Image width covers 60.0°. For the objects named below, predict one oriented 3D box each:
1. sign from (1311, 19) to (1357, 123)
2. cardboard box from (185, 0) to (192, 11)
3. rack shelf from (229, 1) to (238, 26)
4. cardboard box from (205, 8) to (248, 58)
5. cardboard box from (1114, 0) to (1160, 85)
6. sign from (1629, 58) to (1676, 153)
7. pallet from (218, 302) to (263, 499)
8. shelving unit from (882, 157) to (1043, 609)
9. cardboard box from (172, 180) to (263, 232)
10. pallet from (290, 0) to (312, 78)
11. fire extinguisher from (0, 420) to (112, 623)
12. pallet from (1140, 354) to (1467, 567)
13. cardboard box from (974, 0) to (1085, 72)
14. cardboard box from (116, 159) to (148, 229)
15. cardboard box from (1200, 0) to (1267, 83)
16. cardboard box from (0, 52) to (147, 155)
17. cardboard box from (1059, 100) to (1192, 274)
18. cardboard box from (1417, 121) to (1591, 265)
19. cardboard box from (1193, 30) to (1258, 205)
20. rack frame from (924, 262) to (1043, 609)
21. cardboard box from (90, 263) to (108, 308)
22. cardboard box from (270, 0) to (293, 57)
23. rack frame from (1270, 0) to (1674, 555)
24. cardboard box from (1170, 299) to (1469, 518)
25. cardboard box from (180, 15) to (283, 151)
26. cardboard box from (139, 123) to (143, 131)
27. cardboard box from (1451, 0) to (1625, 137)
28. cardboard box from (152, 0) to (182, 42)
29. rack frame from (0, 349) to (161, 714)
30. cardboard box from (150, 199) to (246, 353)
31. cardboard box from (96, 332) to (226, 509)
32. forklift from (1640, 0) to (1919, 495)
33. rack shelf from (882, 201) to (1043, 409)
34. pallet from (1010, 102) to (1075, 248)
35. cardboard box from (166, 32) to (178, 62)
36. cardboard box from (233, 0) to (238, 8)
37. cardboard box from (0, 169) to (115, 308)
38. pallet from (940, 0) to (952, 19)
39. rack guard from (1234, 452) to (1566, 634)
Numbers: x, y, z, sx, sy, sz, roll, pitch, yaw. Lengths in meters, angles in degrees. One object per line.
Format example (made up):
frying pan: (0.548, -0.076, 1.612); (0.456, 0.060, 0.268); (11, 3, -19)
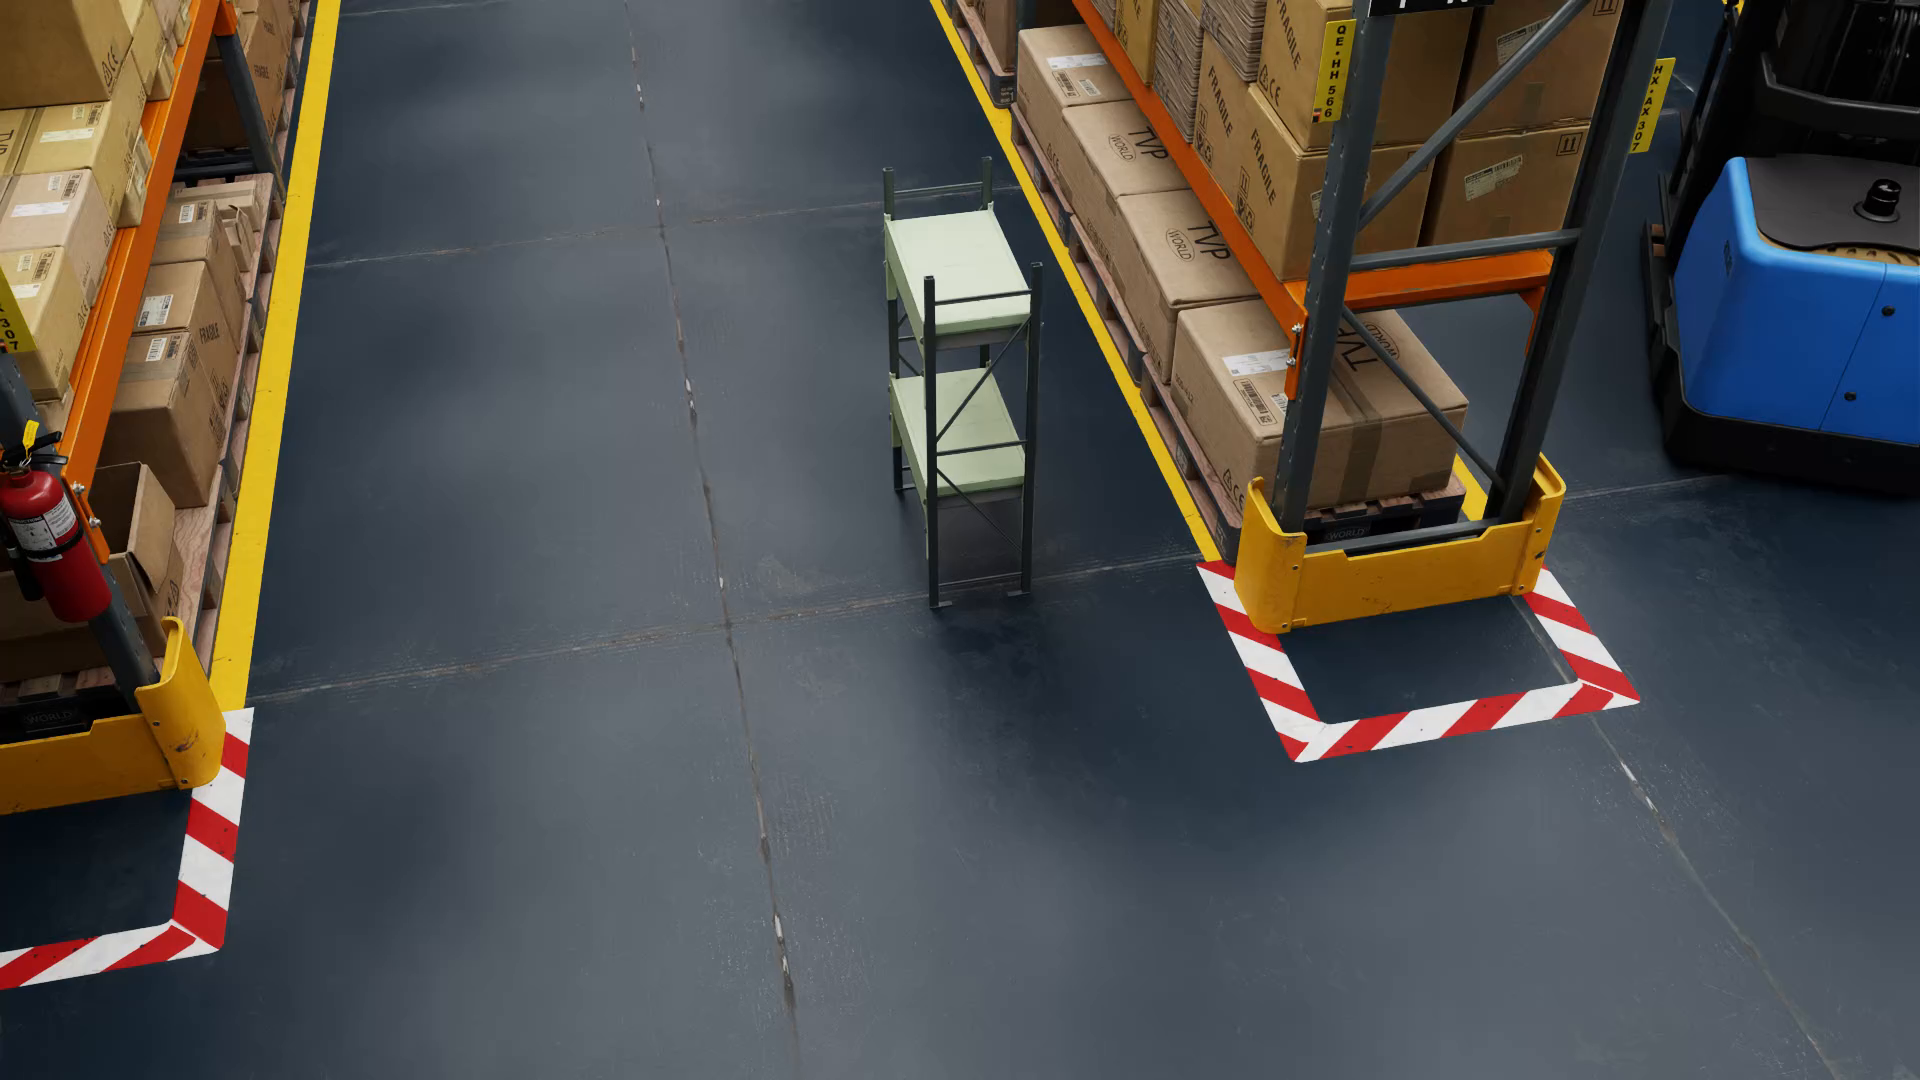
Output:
sign: (1.135, -1.417, 5.036); (0.100, 0.325, 0.005); (-8, 42, -9)
cardboard box: (-3.649, -2.413, 7.398); (0.380, 0.149, 0.250); (-7, 42, -8)
rack shelf: (-4.473, -3.870, 9.392); (1.077, 0.370, 4.000); (-8, 42, -9)
cardboard box: (-3.859, -2.578, 8.473); (0.380, 0.149, 0.250); (-6, 42, -7)
cardboard box: (0.967, -2.268, 6.971); (0.500, 0.500, 0.500); (-7, 42, -8)
sign: (2.211, -1.393, 5.348); (0.100, 0.325, 0.005); (-8, 42, -9)
pallet: (-3.628, -0.562, 7.225); (1.003, 0.211, 1.213); (-8, 42, -9)
shelving unit: (-0.001, -0.565, 6.257); (0.431, 1.500, 0.755); (-8, 42, -9)
cardboard box: (-3.635, -1.615, 8.141); (0.380, 0.149, 0.250); (-10, 42, -11)
pallet: (-4.521, -3.114, 10.099); (1.003, 0.211, 1.213); (-8, 42, -9)
fire extinguisher: (-2.695, -0.053, 4.889); (0.296, 0.674, 0.183); (-8, 42, -9)
pallet: (1.418, -0.428, 7.073); (1.003, 0.211, 1.213); (-8, 42, -9)
cardboard box: (0.592, -3.310, 9.503); (0.875, 0.875, 0.875); (-7, 42, -8)
cardboard box: (-3.211, -1.251, 6.089); (0.380, 0.149, 0.250); (-9, 42, -11)
cardboard box: (1.189, -1.988, 5.902); (0.500, 0.500, 0.500); (-8, 42, -9)
cardboard box: (-3.366, -1.621, 6.206); (0.500, 0.250, 0.500); (-9, 42, -10)
cardboard box: (1.029, -1.753, 8.079); (0.875, 0.438, 0.875); (-10, 42, -11)
cardboard box: (1.844, -1.353, 5.940); (0.500, 0.500, 0.500); (-9, 42, -10)
cardboard box: (1.211, -1.603, 6.222); (0.500, 0.500, 0.500); (-9, 42, -10)
rack frame: (0.078, -0.328, 5.990); (0.400, 1.500, 0.023); (-8, 42, -9)
cardboard box: (-3.167, -0.905, 5.699); (0.380, 0.149, 0.250); (-7, 42, -8)
cardboard box: (-4.154, -3.079, 9.526); (0.500, 0.500, 0.500); (-10, 42, -11)
rack frame: (1.667, -0.964, 5.576); (1.000, 3.000, 0.127); (-8, 42, -9)
cardboard box: (1.427, -0.576, 6.753); (0.875, 0.438, 0.875); (-10, 43, -11)
cardboard box: (-3.926, -2.411, 8.773); (0.500, 0.500, 0.500); (-7, 42, -7)
cardboard box: (-3.411, -1.576, 6.455); (0.380, 0.149, 0.250); (-8, 42, -9)
cardboard box: (1.842, -1.727, 5.608); (0.500, 0.500, 0.500); (-9, 42, -10)
cardboard box: (-3.571, -2.280, 6.948); (0.500, 0.250, 0.500); (-8, 42, -9)
rack frame: (-3.178, -0.250, 4.772); (1.000, 3.000, 0.127); (-8, 42, -9)
cardboard box: (-3.588, -1.115, 7.313); (0.700, 0.500, 0.500); (-10, 43, -11)
cardboard box: (-3.364, -0.442, 6.555); (0.700, 0.500, 0.500); (-7, 42, -8)
forklift: (3.888, -2.273, 7.103); (1.130, 2.935, 3.031); (10, 43, 11)
rack shelf: (-0.001, -0.857, 5.998); (0.431, 0.370, 0.720); (-8, 42, -9)
pallet: (0.892, -2.010, 8.855); (1.003, 0.211, 1.213); (-8, 42, -9)
cardboard box: (-3.539, -2.074, 7.016); (0.380, 0.149, 0.250); (-7, 42, -8)
cardboard box: (-4.061, -2.912, 8.849); (0.380, 0.149, 0.250); (-10, 43, -12)
cardboard box: (-3.122, -0.965, 5.466); (0.500, 0.250, 0.500); (-8, 42, -9)
pallet: (0.297, -3.796, 10.867); (1.003, 0.211, 1.213); (-8, 42, -9)
rack guard: (1.673, -0.013, 6.389); (1.175, 0.500, 0.348); (-8, 42, -9)
